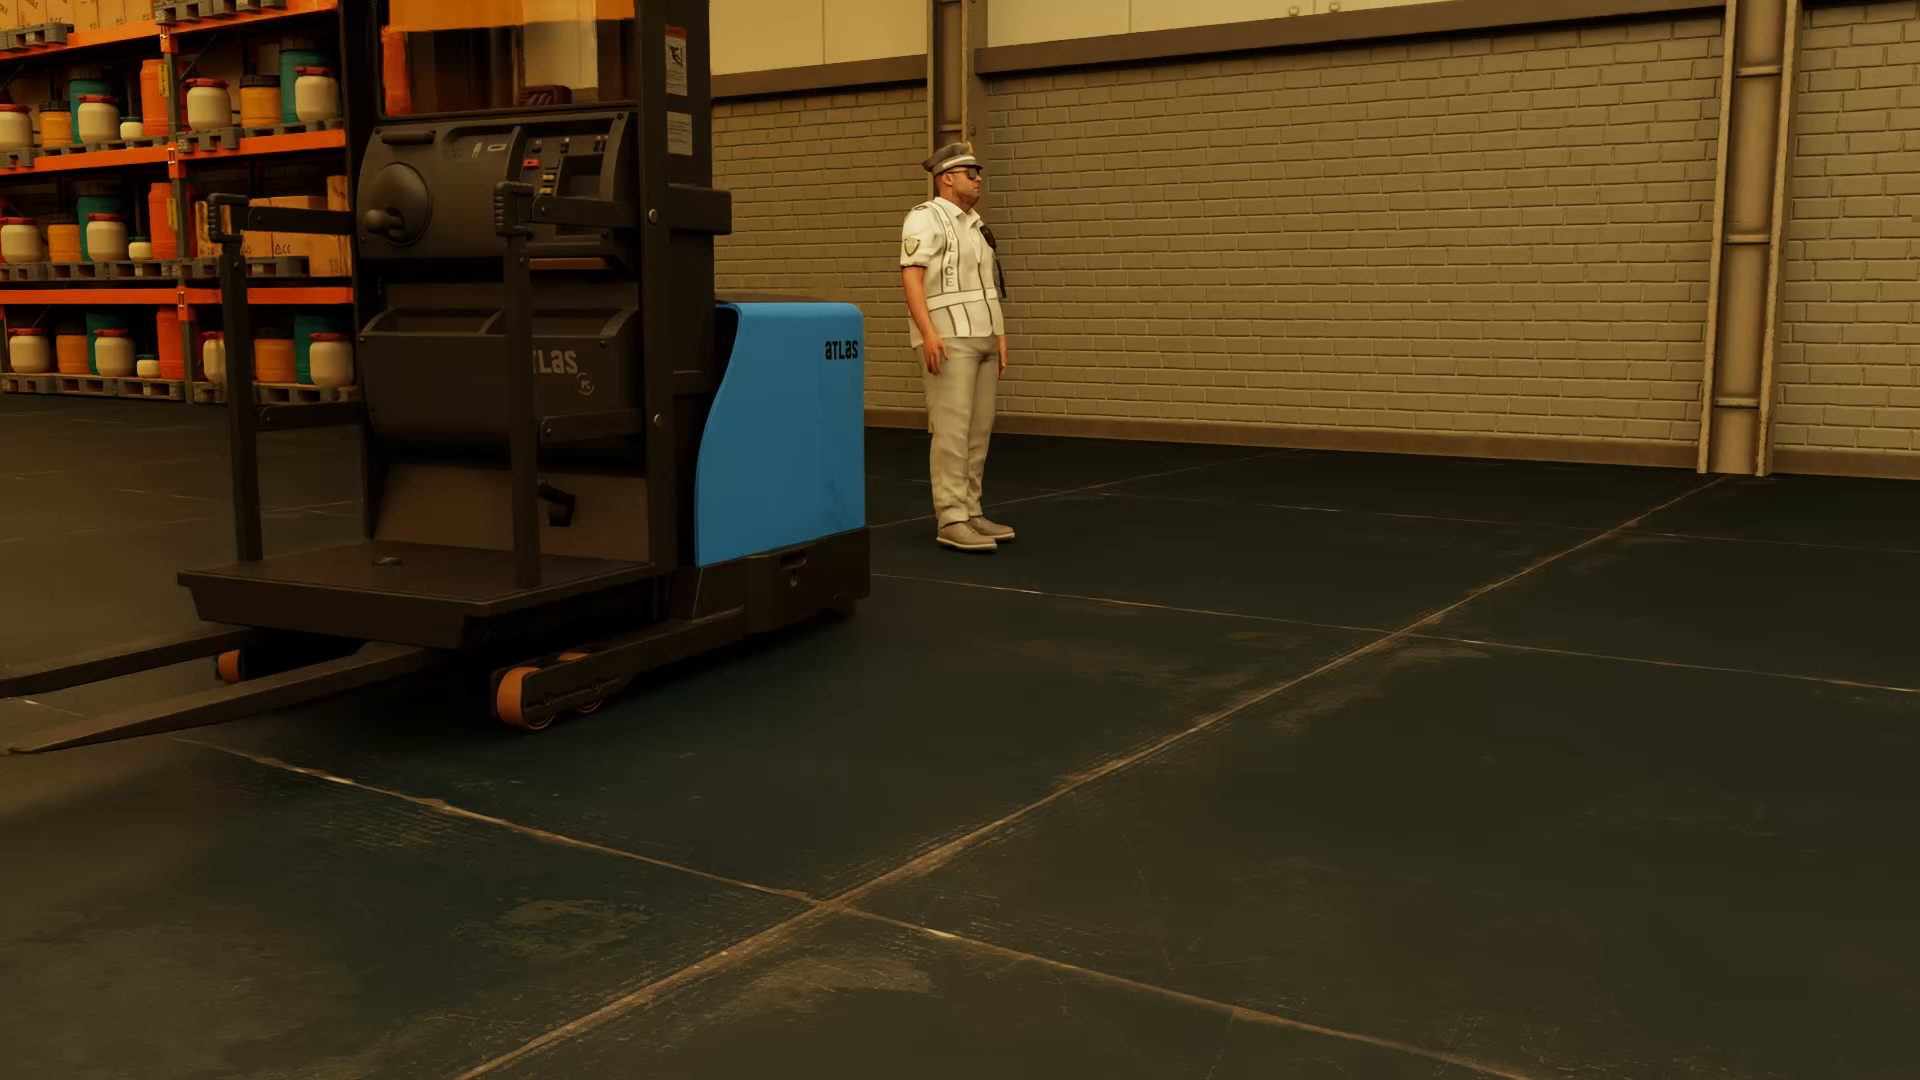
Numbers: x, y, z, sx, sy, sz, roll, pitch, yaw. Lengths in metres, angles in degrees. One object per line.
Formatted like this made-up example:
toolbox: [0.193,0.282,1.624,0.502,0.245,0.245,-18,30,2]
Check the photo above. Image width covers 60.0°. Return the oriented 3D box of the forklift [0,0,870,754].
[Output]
forklift: [-1.416,-1.038,4.493,1.130,2.935,3.031,4,9,26]

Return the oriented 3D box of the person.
person: [0.058,-0.882,7.424,0.574,1.780,0.641,5,10,34]
